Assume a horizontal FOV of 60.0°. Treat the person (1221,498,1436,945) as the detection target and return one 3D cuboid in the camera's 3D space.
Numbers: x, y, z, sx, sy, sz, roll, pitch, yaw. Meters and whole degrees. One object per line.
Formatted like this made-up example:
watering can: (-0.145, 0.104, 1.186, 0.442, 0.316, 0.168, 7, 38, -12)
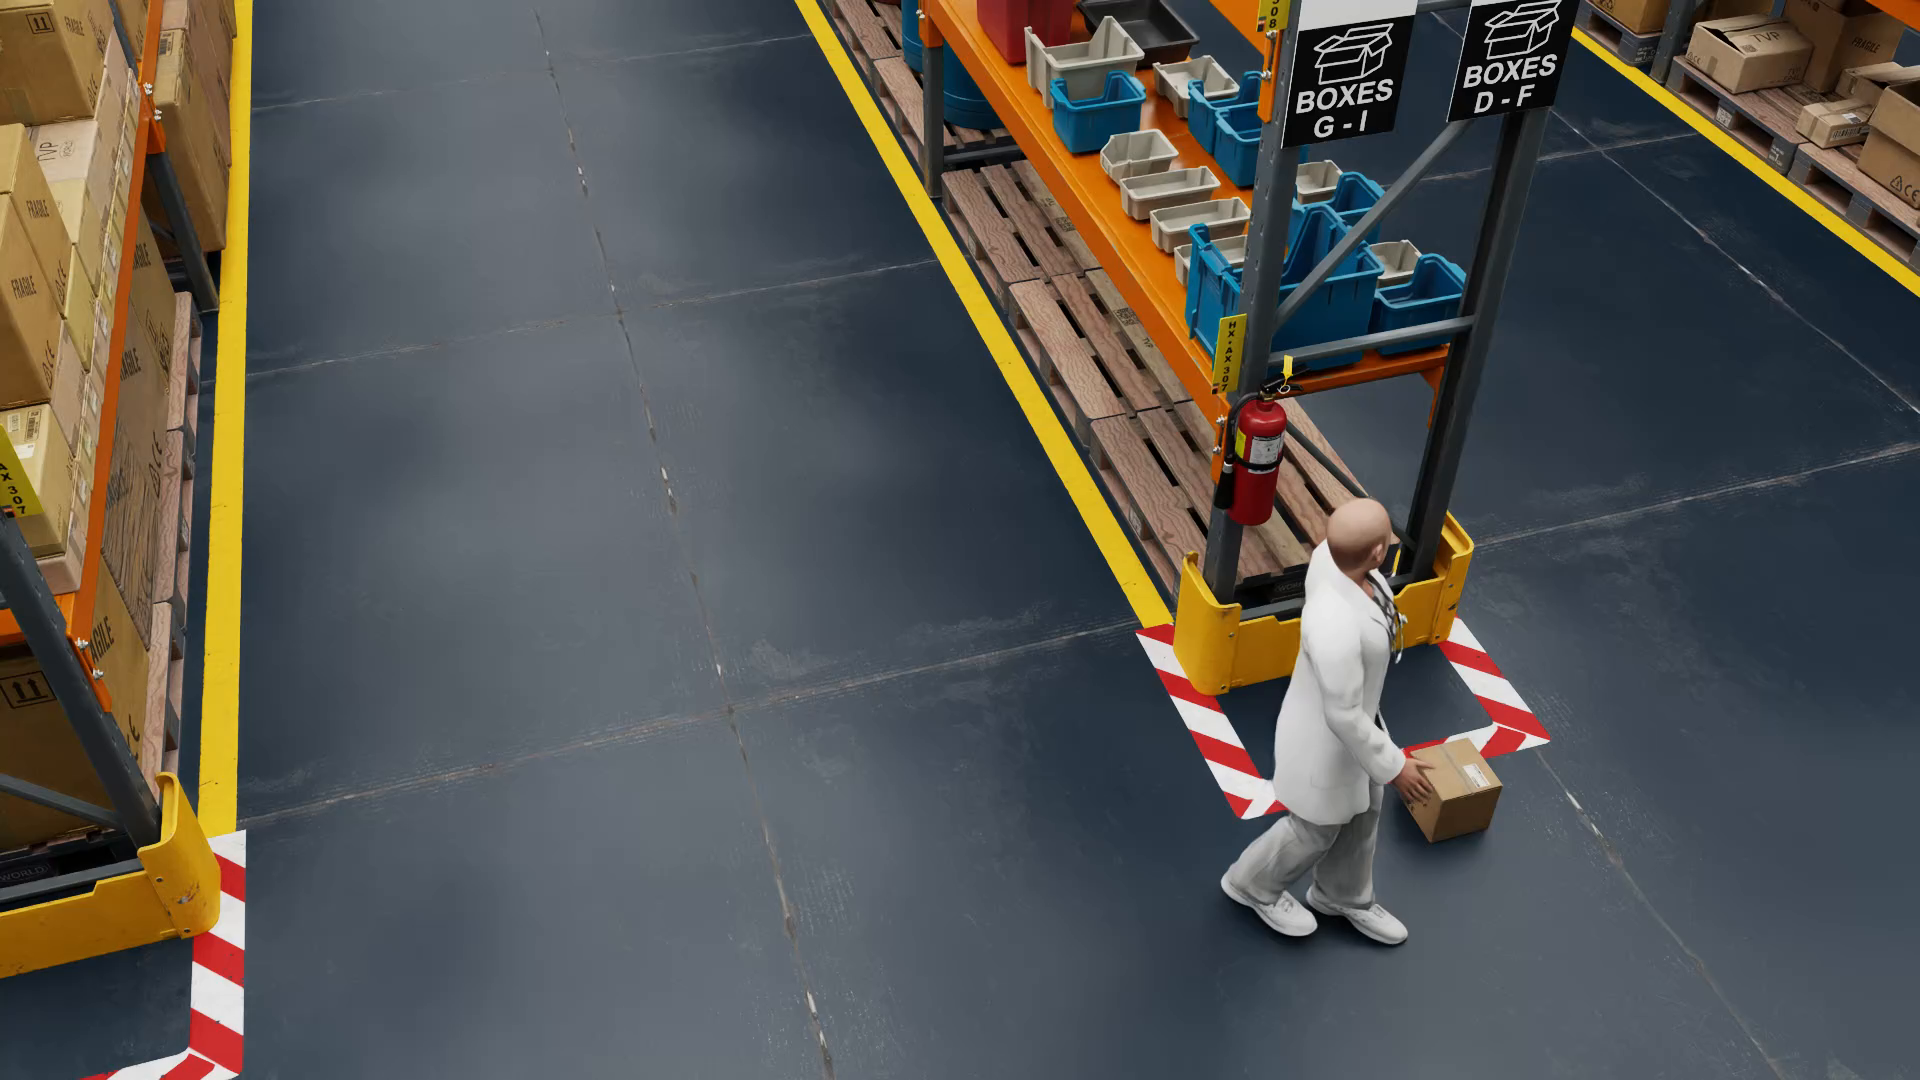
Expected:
person: (1.297, 0.622, 5.459, 0.675, 1.781, 0.605, 13, 43, 14)
